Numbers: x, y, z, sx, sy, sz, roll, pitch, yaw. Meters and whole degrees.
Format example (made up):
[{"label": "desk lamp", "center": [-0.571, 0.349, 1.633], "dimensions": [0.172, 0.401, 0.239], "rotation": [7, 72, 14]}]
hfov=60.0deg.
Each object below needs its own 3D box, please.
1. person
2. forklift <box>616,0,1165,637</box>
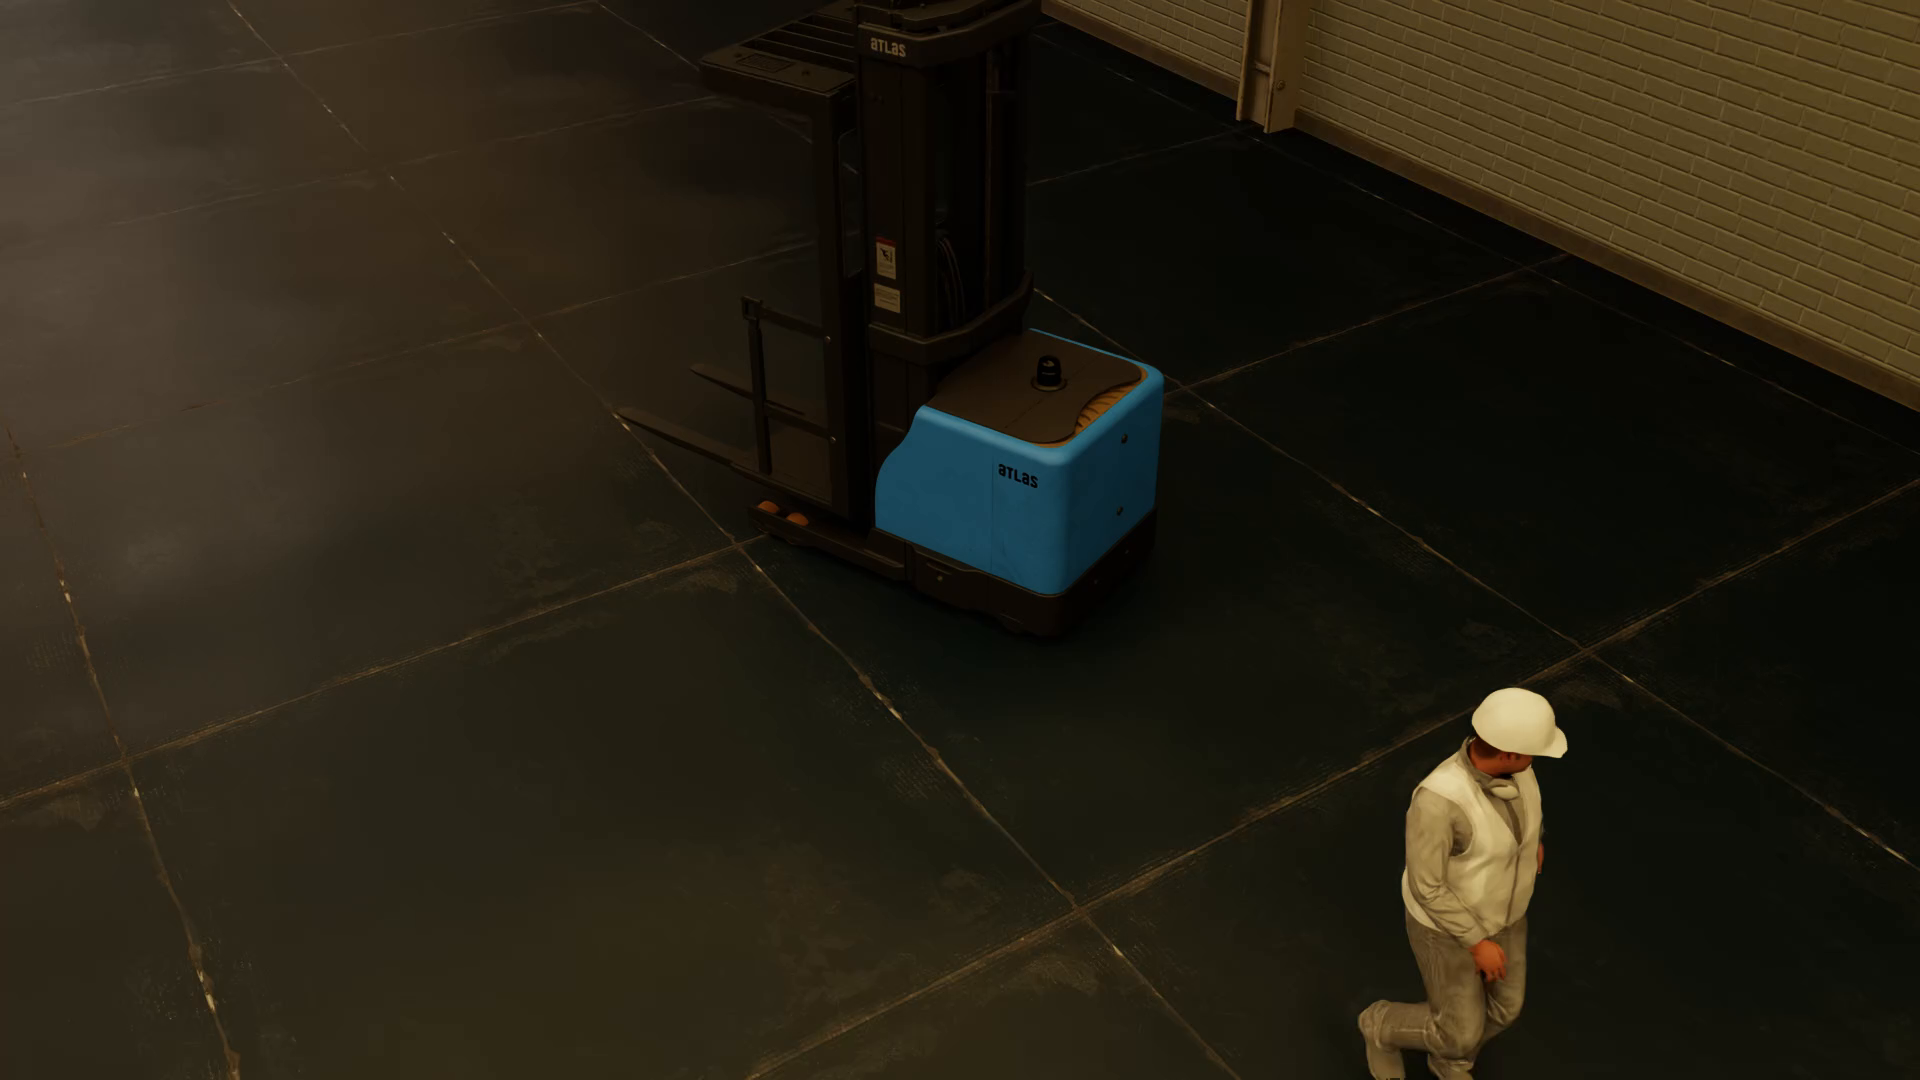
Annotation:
[{"label": "person", "center": [1.735, 1.197, 5.493], "dimensions": [0.739, 1.732, 0.496], "rotation": [-19, 39, -25]}, {"label": "forklift", "center": [-0.500, -1.399, 8.138], "dimensions": [3.031, 2.935, 1.130], "rotation": [22, 41, 28]}]
